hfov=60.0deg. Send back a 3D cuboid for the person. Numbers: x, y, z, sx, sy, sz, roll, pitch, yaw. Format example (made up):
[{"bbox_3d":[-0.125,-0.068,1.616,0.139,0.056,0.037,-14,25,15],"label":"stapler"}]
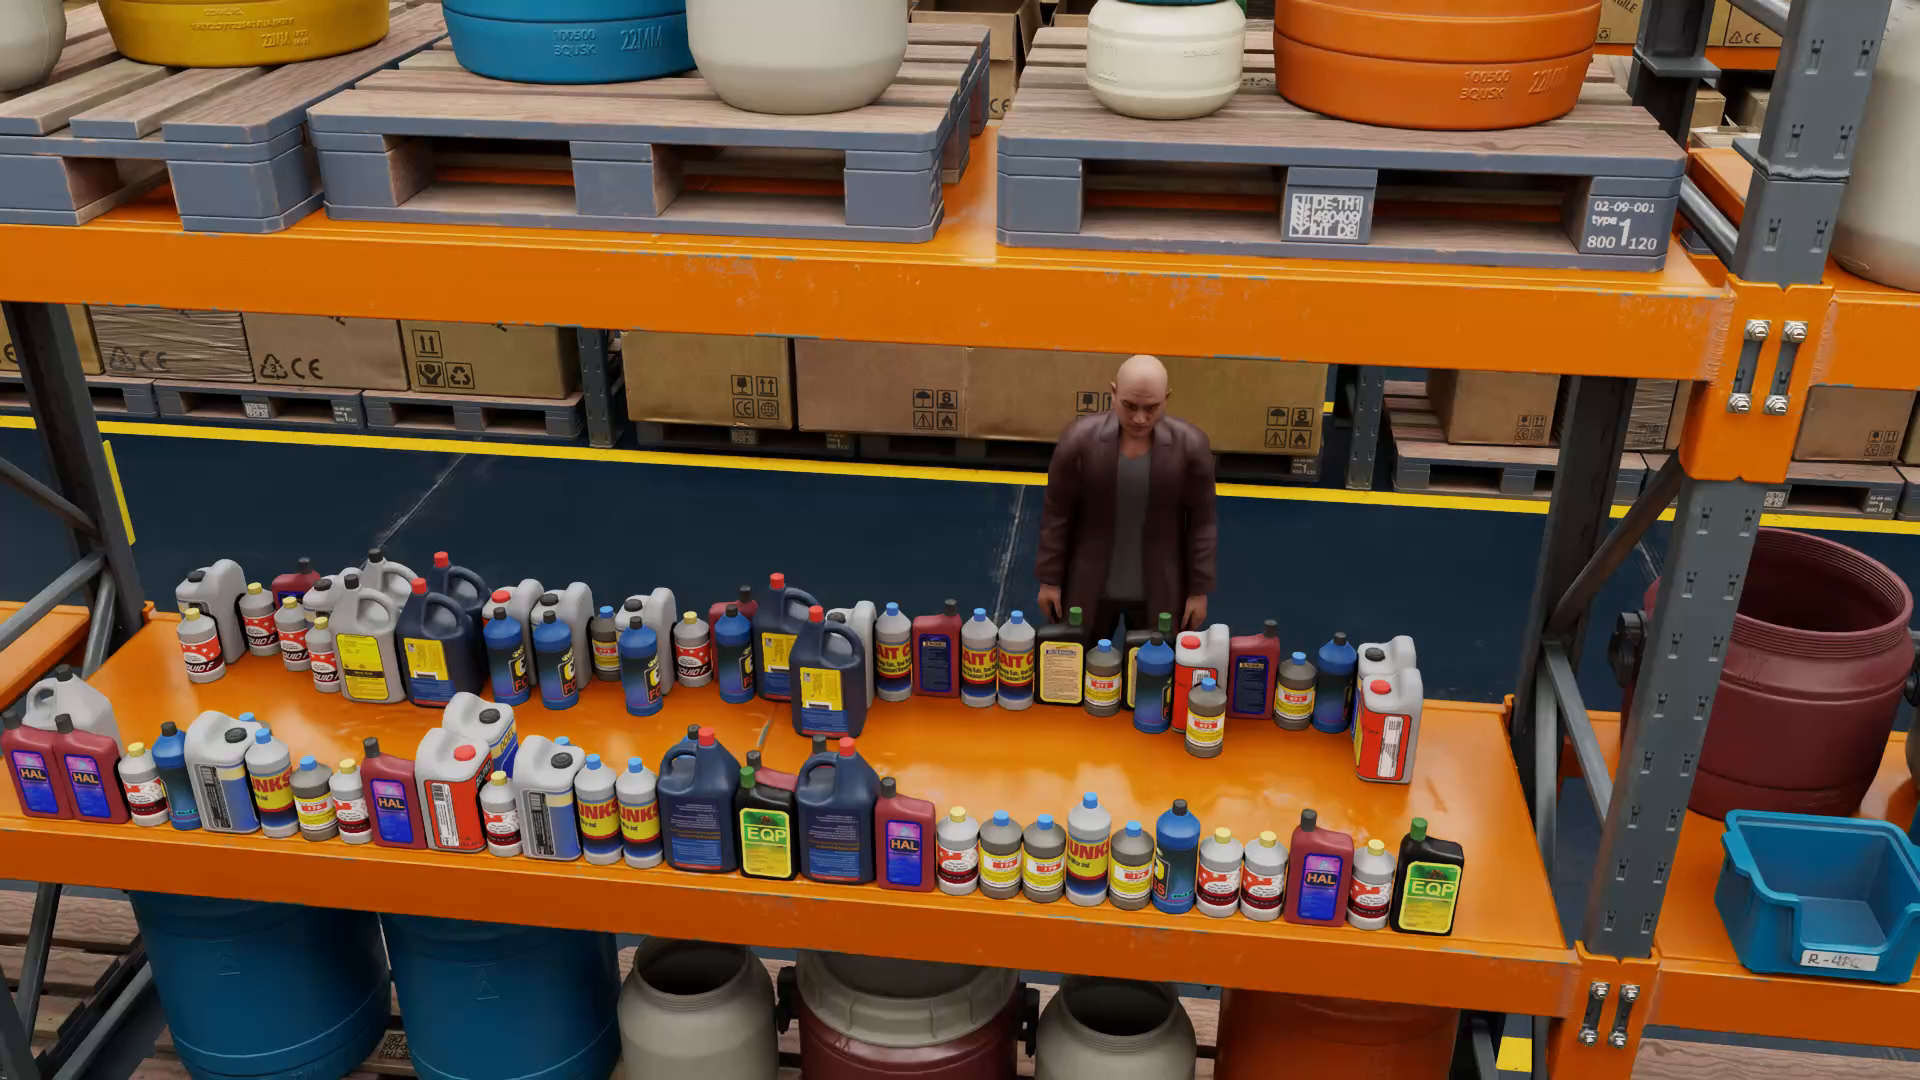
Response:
[{"bbox_3d":[0.574,0.170,5.820,0.641,1.773,0.428,3,28,6],"label":"person"}]
